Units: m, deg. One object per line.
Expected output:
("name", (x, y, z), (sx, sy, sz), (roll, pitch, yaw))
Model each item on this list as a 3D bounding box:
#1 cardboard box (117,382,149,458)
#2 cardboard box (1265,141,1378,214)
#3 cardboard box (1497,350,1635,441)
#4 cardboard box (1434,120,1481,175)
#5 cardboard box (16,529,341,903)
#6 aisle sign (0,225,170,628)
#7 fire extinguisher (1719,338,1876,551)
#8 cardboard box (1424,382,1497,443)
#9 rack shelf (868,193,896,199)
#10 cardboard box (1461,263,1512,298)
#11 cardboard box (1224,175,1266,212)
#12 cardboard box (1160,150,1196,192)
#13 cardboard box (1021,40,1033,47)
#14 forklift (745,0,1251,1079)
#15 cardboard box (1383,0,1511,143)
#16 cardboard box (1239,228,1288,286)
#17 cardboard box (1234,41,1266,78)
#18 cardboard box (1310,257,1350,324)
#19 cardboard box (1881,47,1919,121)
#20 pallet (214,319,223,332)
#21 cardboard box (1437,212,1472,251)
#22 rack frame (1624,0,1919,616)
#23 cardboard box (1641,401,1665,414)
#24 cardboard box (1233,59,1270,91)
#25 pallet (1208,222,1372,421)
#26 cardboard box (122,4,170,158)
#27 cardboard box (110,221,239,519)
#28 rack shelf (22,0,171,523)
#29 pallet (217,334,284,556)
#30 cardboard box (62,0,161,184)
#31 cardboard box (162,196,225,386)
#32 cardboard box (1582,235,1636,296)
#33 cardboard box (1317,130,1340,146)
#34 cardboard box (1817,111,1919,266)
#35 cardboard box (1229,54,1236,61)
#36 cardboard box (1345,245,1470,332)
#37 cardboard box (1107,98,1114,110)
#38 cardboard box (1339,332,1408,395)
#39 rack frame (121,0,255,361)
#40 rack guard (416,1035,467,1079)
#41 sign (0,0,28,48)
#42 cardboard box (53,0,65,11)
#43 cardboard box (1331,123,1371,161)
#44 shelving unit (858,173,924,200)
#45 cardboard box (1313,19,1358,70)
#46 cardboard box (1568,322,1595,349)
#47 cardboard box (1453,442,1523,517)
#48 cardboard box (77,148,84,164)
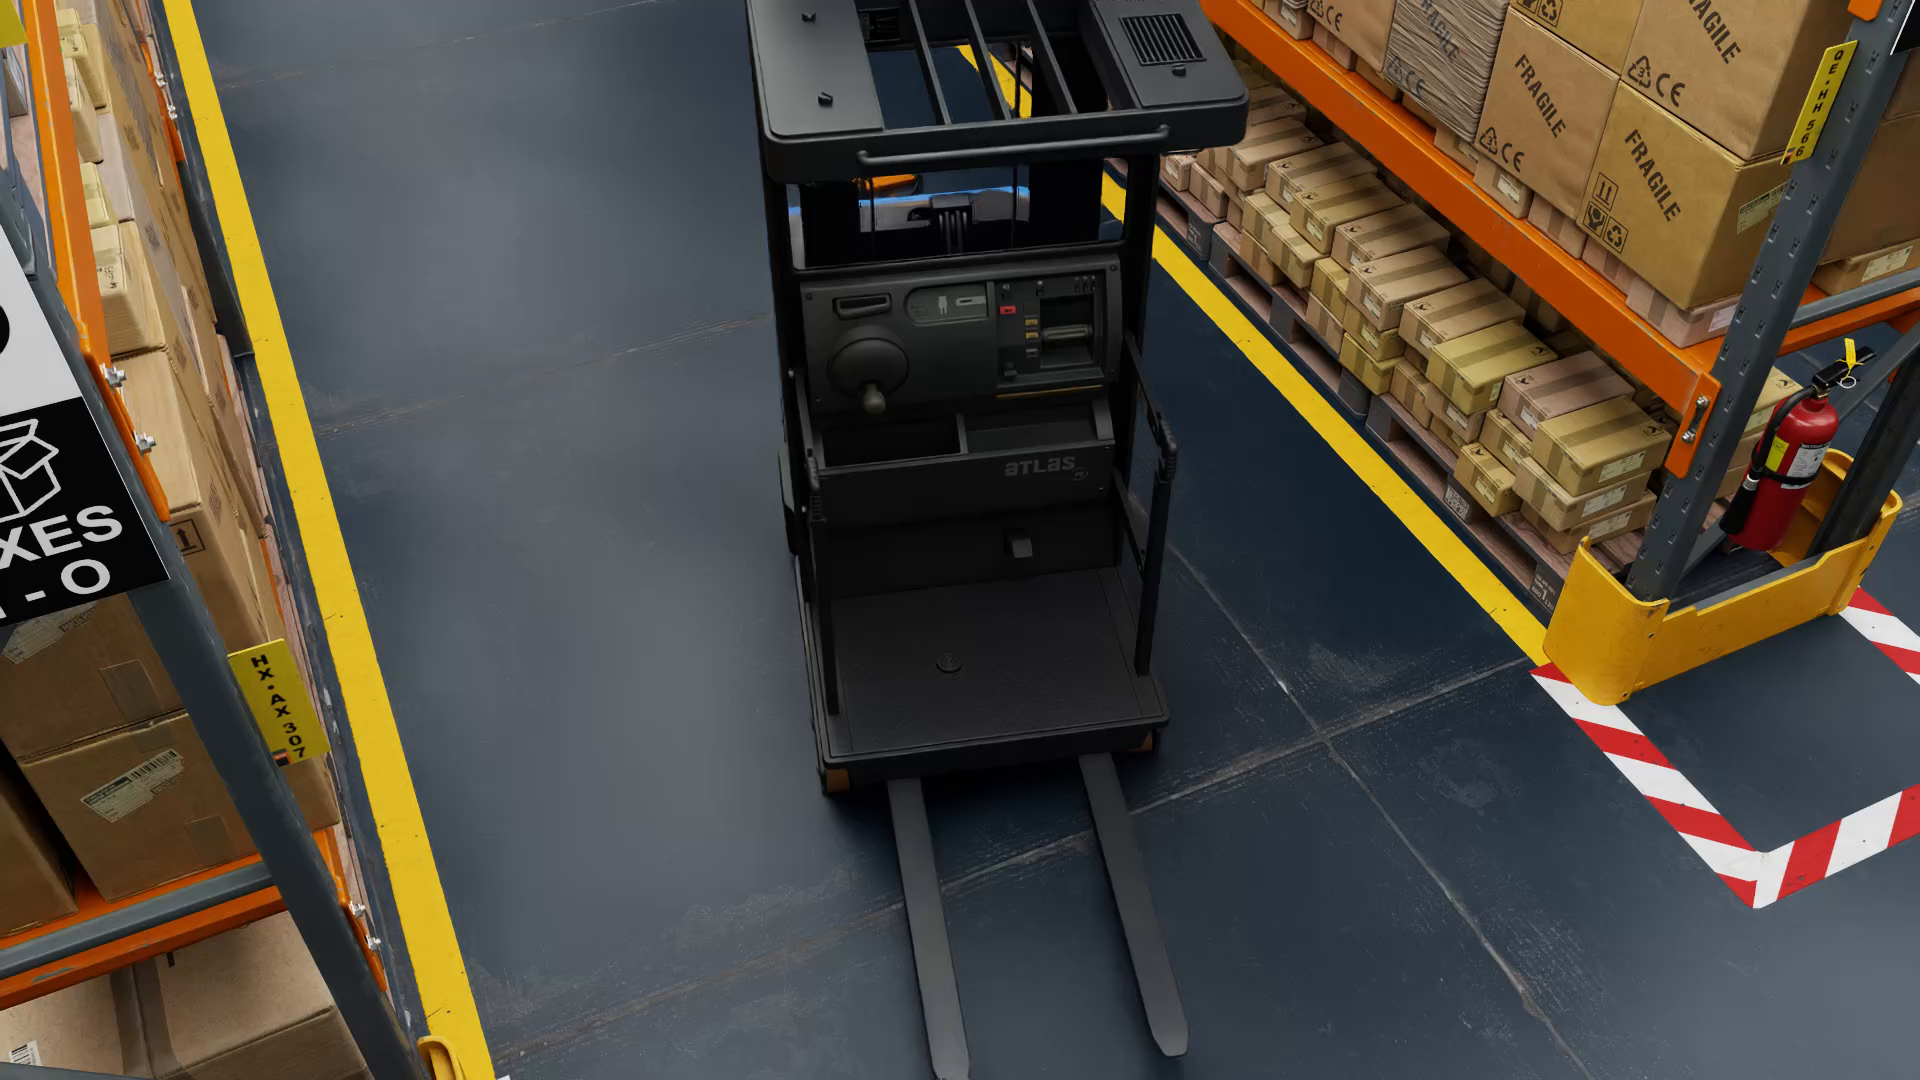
("cardboard box", (-1.681, -0.124, 2.995), (0.380, 0.149, 0.250), (-17, 47, -17))
("cardboard box", (1.506, -1.499, 6.941), (0.380, 0.149, 0.250), (-20, 48, -19))
("cardboard box", (2.160, -0.505, 5.934), (0.380, 0.149, 0.250), (-17, 47, -17))
("cardboard box", (1.870, -1.412, 5.724), (0.380, 0.149, 0.250), (-20, 48, -19))
("cardboard box", (-1.724, 0.381, 3.657), (0.500, 0.500, 0.500), (-18, 48, -18))
("aisle sign", (-1.490, -0.158, 2.424), (0.394, 0.787, 0.004), (-18, 47, -17))
("fire extinguisher", (2.353, -0.262, 4.701), (0.296, 0.674, 0.183), (-18, 47, -17))
("cardboard box", (1.965, -0.543, 6.183), (0.380, 0.149, 0.250), (-20, 48, -19))
("rack shelf", (-0.347, -1.235, 6.424), (0.258, 0.148, 0.480), (-17, 47, -17))
("cardboard box", (2.224, -1.027, 6.674), (0.380, 0.149, 0.250), (-20, 48, -19))
("cardboard box", (1.374, -1.549, 7.203), (0.380, 0.149, 0.250), (-16, 47, -16))
("cardboard box", (1.109, -1.764, 7.632), (0.380, 0.149, 0.250), (-18, 47, -18))
("cardboard box", (0.444, -2.925, 8.560), (0.500, 0.500, 0.500), (-19, 48, -18))
("forklift", (0.048, -0.500, 4.670), (1.130, 2.935, 3.031), (-6, 45, -7))
("cardboard box", (1.809, -1.721, 5.576), (0.500, 0.500, 0.500), (-18, 47, -17))
("cardboard box", (1.428, -1.261, 7.123), (0.380, 0.149, 0.250), (-19, 48, -18))
("cardboard box", (1.513, -2.314, 7.767), (0.380, 0.149, 0.250), (-17, 47, -17))
("cardboard box", (1.644, -1.038, 6.685), (0.380, 0.149, 0.250), (-16, 47, -15))
("cardboard box", (2.718, -1.581, 4.722), (0.500, 0.500, 0.500), (-18, 47, -18))
("pallet", (-3.858, -1.219, 7.335), (1.003, 0.211, 1.213), (-18, 47, -17))
("cardboard box", (2.182, -1.333, 6.772), (0.380, 0.149, 0.250), (-17, 47, -17))
("rack frame", (2.666, -0.719, 4.843), (1.000, 3.000, 0.127), (-18, 47, -17))
("cardboard box", (2.614, -0.561, 6.202), (0.380, 0.149, 0.250), (-18, 47, -18))
("cardboard box", (1.154, -1.994, 7.443), (0.380, 0.149, 0.250), (-19, 48, -18))
("pallet", (1.815, -1.080, 7.194), (1.003, 0.211, 1.213), (-18, 47, -17))
("cardboard box", (-3.038, -1.558, 5.622), (0.500, 0.500, 0.500), (-18, 47, -17))
("cardboard box", (-1.950, -0.302, 3.637), (0.500, 0.500, 0.500), (-19, 48, -18))
("rack shelf", (-2.624, -1.279, 3.787), (1.077, 0.370, 4.000), (-18, 47, -17))
("pallet", (-3.216, -0.242, 6.345), (1.003, 0.211, 1.213), (-18, 47, -17))
("cardboard box", (-2.587, -1.267, 4.616), (0.500, 0.500, 0.500), (-17, 47, -17))
("cardboard box", (-2.386, -0.577, 4.628), (0.500, 0.500, 0.500), (-17, 47, -16))
("cardboard box", (2.202, -0.924, 5.229), (0.380, 0.149, 0.250), (-18, 47, -17))
("cardboard box", (1.800, -1.722, 7.379), (0.380, 0.149, 0.250), (-17, 47, -16))
("cardboard box", (2.728, -1.229, 5.076), (0.500, 0.500, 0.500), (-16, 47, -16))
("cardboard box", (1.405, -2.402, 8.068), (0.380, 0.149, 0.250), (-17, 47, -17))
("cardboard box", (1.721, -0.971, 6.406), (0.380, 0.149, 0.250), (-16, 47, -16))
("cardboard box", (0.846, -2.183, 7.846), (0.380, 0.149, 0.250), (-16, 47, -16))
("cardboard box", (1.742, -0.753, 6.608), (0.380, 0.149, 0.250), (-20, 48, -19))
("rack frame", (-3.465, -1.742, 5.880), (1.000, 3.000, 0.127), (-18, 47, -17))
("rack guard", (-1.773, 1.712, 4.159), (1.175, 0.500, 0.348), (-18, 47, -17))
("sign", (-1.277, -0.760, 2.071), (0.100, 0.325, 0.005), (-18, 47, -17))
("cardboard box", (-2.450, -1.277, 4.163), (0.380, 0.149, 0.250), (-18, 47, -17))
("cardboard box", (1.860, -1.824, 7.270), (0.380, 0.149, 0.250), (-20, 48, -19))
("shelving unit", (-0.347, -1.124, 6.534), (0.258, 1.200, 0.503), (-17, 47, -17))
("cardboard box", (1.559, -1.920, 6.239), (0.380, 0.149, 0.250), (-16, 47, -16))
("cardboard box", (2.539, -0.839, 6.271), (0.380, 0.149, 0.250), (-18, 47, -18))
("cardboard box", (2.055, -0.262, 6.111), (0.380, 0.149, 0.250), (-17, 47, -16))
("cardboard box", (-2.147, -0.783, 3.663), (0.380, 0.149, 0.250), (-18, 47, -17))
